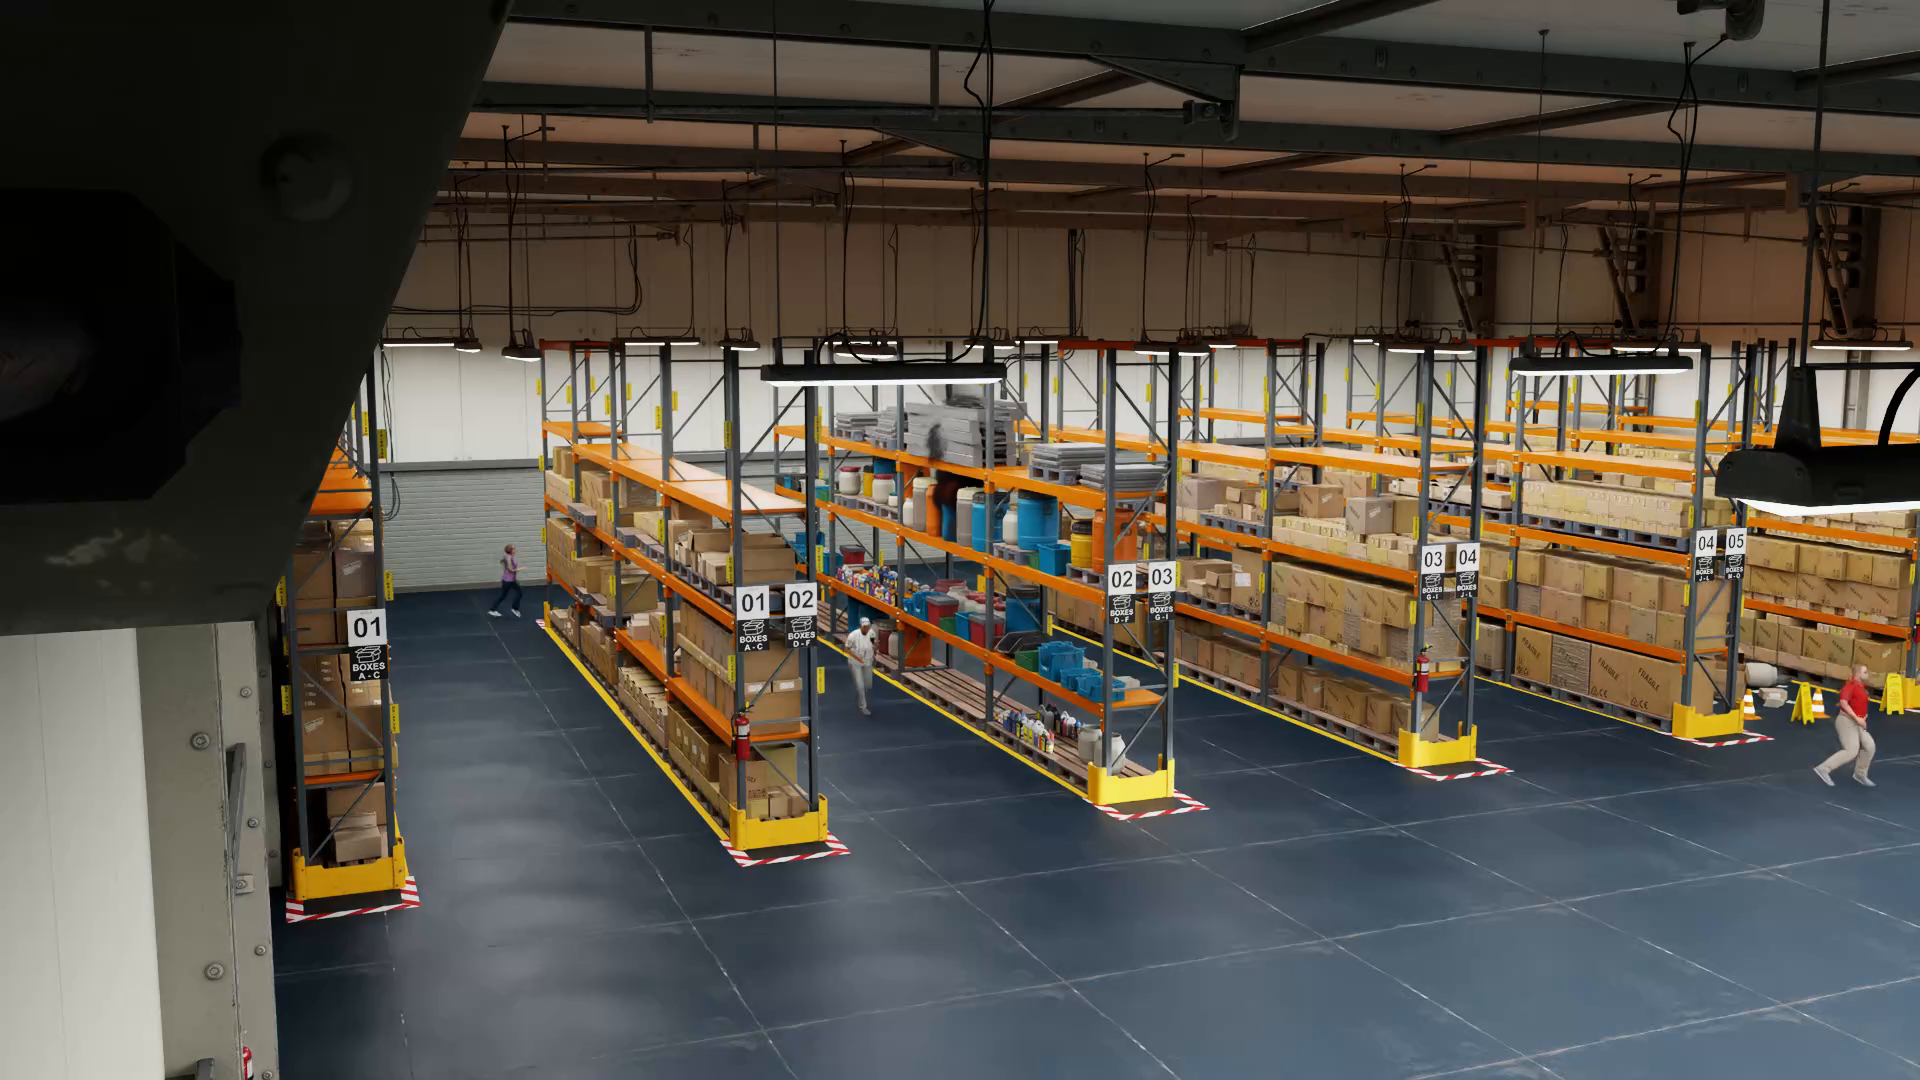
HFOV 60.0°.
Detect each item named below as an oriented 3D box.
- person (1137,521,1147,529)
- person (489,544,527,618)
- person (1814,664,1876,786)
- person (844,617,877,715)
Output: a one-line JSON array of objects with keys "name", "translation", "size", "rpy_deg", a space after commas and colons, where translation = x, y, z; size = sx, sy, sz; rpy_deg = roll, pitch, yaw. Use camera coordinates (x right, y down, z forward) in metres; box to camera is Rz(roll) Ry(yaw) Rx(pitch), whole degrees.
[{"name": "person", "translation": [4.334, 0.358, 39.638], "size": [0.590, 1.667, 0.552], "rpy_deg": [0, 7, -2]}, {"name": "person", "translation": [-9.721, 0.890, 35.788], "size": [0.828, 1.615, 0.548], "rpy_deg": [-1, 7, -5]}, {"name": "person", "translation": [12.203, 2.562, 22.820], "size": [0.735, 1.736, 0.897], "rpy_deg": [5, 9, 33]}, {"name": "person", "translation": [-1.614, 2.034, 27.137], "size": [0.591, 1.611, 0.716], "rpy_deg": [-3, 8, -20]}]
